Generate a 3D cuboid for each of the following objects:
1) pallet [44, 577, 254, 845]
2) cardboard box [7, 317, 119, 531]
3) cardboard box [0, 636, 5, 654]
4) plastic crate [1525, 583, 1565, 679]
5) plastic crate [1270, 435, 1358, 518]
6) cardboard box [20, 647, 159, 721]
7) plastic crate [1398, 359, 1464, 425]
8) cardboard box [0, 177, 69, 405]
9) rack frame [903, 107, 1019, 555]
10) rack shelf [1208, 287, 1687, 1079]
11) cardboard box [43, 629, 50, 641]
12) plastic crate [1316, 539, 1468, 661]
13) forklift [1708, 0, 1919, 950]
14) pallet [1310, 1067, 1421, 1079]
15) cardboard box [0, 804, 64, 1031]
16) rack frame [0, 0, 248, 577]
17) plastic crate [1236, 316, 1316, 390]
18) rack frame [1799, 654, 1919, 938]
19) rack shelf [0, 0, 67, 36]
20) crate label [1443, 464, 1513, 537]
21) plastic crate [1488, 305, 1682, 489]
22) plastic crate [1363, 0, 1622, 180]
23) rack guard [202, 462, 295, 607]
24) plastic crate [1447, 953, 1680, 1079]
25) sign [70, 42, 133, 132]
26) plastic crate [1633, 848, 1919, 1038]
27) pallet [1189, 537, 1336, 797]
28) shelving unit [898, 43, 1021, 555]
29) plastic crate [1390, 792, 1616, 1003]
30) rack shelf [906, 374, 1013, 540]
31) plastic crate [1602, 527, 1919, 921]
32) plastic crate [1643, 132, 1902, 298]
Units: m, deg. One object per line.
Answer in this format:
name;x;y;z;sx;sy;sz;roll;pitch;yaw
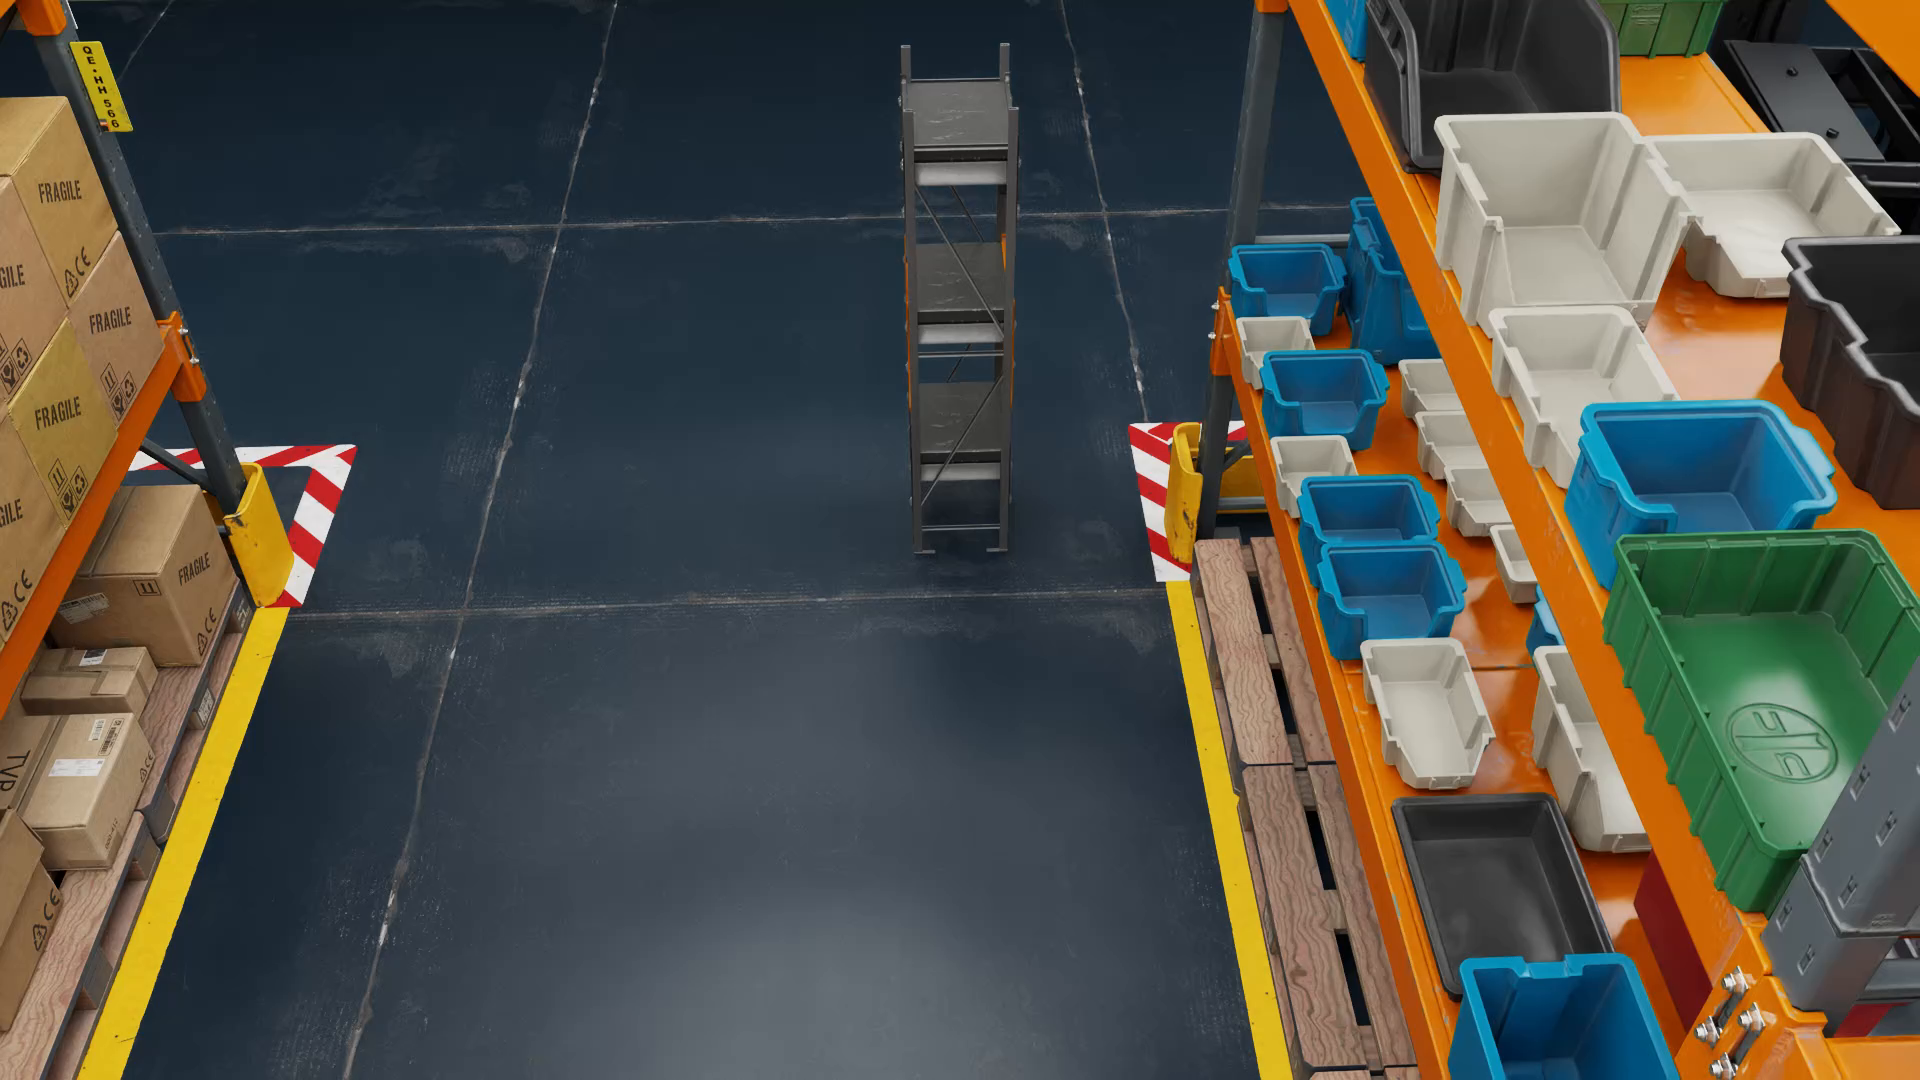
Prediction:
pallet;-3.408;0.639;6.397;1.003;0.211;1.213;-2;43;-2
cardboard box;-3.130;-0.371;5.360;0.500;0.500;0.500;-1;43;-1
cardboard box;-3.093;0.306;4.622;0.500;0.500;0.500;-2;43;-2
plastic crate;1.846;0.301;4.782;0.416;0.233;0.300;-2;43;-2
plastic crate;1.144;-0.190;5.388;0.250;0.136;0.298;-2;43;-2
cardboard box;-3.250;0.540;6.212;0.380;0.166;0.250;-2;43;-2
plastic crate;1.718;-0.498;5.724;0.396;0.136;0.243;-2;43;-2
cardboard box;-3.130;-0.750;5.035;0.500;0.500;0.500;-1;43;-1
rack frame;0.003;-0.721;6.483;0.400;2.100;0.015;-2;43;-2
rack shelf;1.588;0.497;5.020;1.077;0.370;4.000;-2;43;-2
cardboard box;-3.761;0.365;6.403;0.380;0.166;0.250;-2;43;-2
plastic crate;1.253;0.189;4.903;0.416;0.233;0.300;-2;43;-2
forklift;2.955;-0.610;5.747;1.130;2.935;3.031;3;43;3
pallet;1.603;2.115;4.786;1.003;0.211;1.213;-2;43;-2
cardboard box;-3.361;1.212;5.230;0.797;0.503;0.637;-2;43;-2
rack frame;-3.446;-0.979;6.098;1.000;3.000;0.127;-2;43;-2
plastic crate;1.115;-0.648;5.888;0.250;0.136;0.298;-2;43;-2
rack frame;1.673;-0.629;1.277;1.000;3.000;0.127;-2;43;-2
rack shelf;-3.361;-0.469;3.854;1.077;0.370;4.000;-2;43;-2
crate label;1.752;-0.114;5.306;0.396;0.136;0.243;-2;43;-2
plastic crate;1.238;-0.274;3.304;0.293;0.136;0.466;-2;43;-2
plastic crate;1.293;-1.162;4.124;0.504;0.338;0.767;-2;43;-2
rack guard;-3.443;-0.006;6.886;1.175;0.500;0.348;-2;43;-2
plastic crate;1.312;1.261;3.622;0.392;0.384;0.575;-2;43;-2
sign;-2.891;-1.524;5.602;0.100;0.325;0.005;-2;43;-2
plastic crate;1.885;0.927;3.927;0.402;0.464;0.583;-2;43;-2
pallet;1.499;0.468;6.584;1.003;0.211;1.213;-2;43;-2
shelving unit;-0.007;-0.886;6.662;0.431;2.100;0.503;-2;43;-2
plastic crate;1.357;0.914;4.193;0.437;0.125;0.590;-2;43;-2
rack shelf;-0.007;-0.360;7.145;0.431;0.518;0.480;-2;43;-2
plastic crate;1.353;0.277;2.665;0.450;0.188;0.662;-2;43;-2
plastic crate;1.838;-0.739;3.811;0.437;0.136;0.530;-2;43;-2
